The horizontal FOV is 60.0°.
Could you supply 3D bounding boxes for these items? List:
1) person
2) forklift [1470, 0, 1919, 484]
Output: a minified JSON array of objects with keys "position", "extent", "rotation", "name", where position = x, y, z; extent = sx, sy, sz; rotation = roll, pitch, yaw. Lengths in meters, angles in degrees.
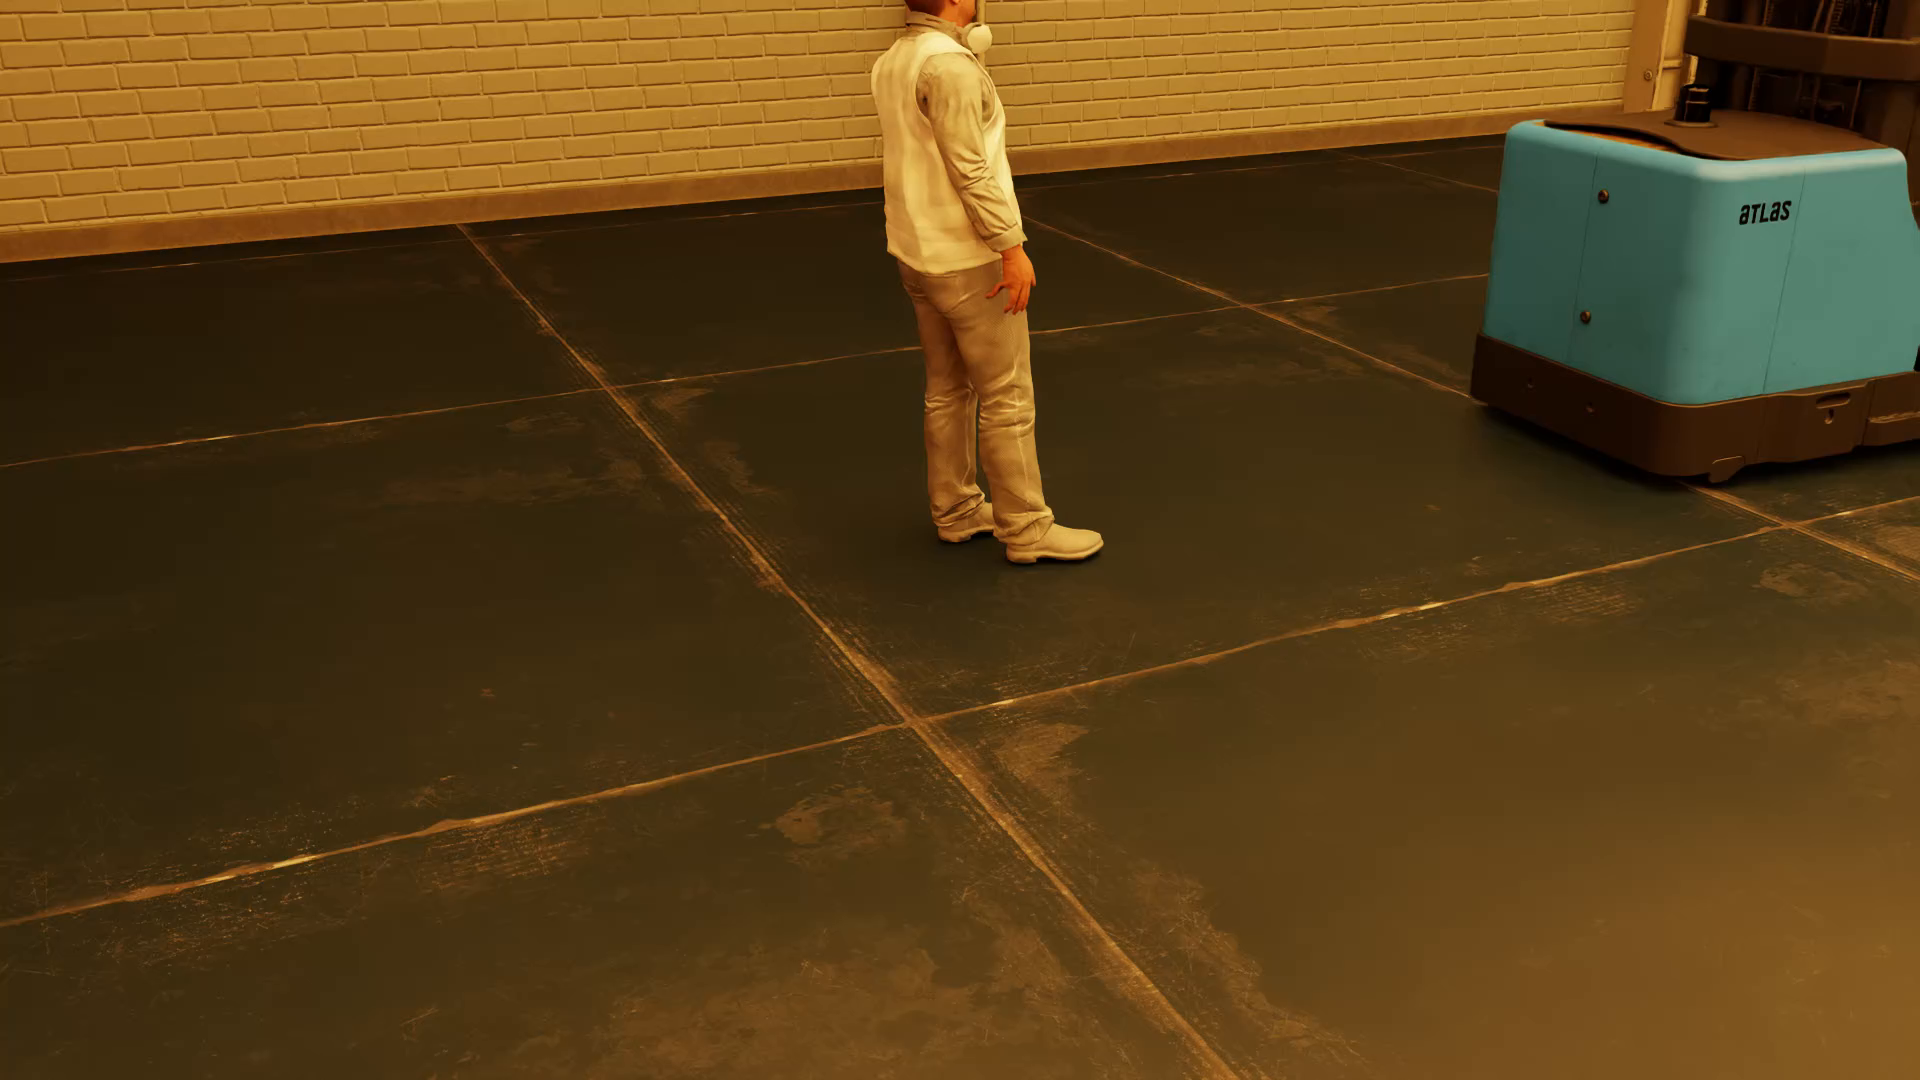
[{"position":[0.060,-0.834,4.782],"extent":[0.566,1.775,0.634],"rotation":[-10,25,-23],"name":"person"},{"position":[3.478,-1.893,5.843],"extent":[3.031,2.935,1.130],"rotation":[-9,24,-21],"name":"forklift"}]
